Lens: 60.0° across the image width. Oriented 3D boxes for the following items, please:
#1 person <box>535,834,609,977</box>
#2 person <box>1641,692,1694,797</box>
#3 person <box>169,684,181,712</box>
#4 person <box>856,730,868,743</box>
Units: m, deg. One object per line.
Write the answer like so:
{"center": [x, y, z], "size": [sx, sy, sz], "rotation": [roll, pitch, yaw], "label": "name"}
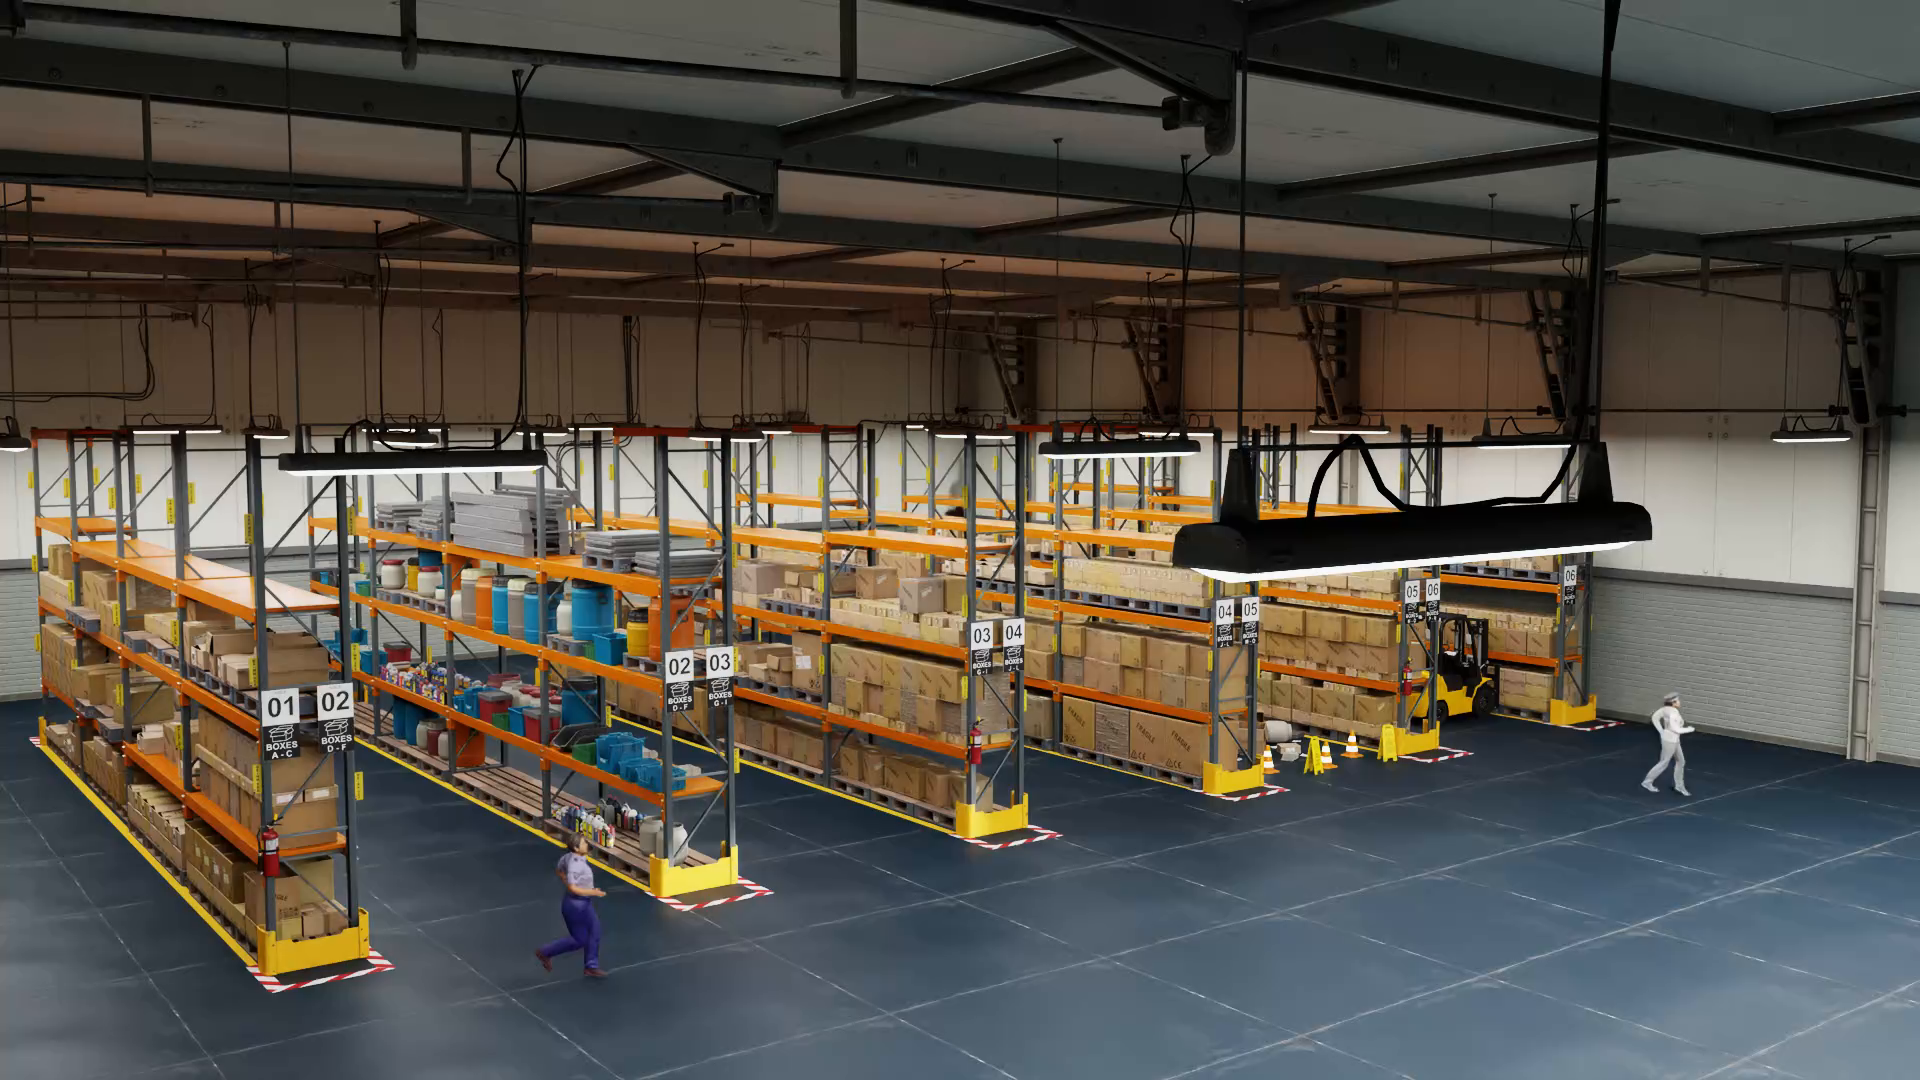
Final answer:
{"center": [-4.316, 4.094, 18.474], "size": [0.807, 1.662, 0.595], "rotation": [-1, 5, -13], "label": "person"}
{"center": [11.594, 3.343, 27.231], "size": [0.779, 1.743, 0.599], "rotation": [1, 5, 17], "label": "person"}
{"center": [-15.491, 2.942, 32.593], "size": [0.539, 1.694, 0.692], "rotation": [2, 5, 19], "label": "person"}
{"center": [-1.733, 3.056, 31.410], "size": [0.549, 1.632, 0.639], "rotation": [4, 6, 43], "label": "person"}
